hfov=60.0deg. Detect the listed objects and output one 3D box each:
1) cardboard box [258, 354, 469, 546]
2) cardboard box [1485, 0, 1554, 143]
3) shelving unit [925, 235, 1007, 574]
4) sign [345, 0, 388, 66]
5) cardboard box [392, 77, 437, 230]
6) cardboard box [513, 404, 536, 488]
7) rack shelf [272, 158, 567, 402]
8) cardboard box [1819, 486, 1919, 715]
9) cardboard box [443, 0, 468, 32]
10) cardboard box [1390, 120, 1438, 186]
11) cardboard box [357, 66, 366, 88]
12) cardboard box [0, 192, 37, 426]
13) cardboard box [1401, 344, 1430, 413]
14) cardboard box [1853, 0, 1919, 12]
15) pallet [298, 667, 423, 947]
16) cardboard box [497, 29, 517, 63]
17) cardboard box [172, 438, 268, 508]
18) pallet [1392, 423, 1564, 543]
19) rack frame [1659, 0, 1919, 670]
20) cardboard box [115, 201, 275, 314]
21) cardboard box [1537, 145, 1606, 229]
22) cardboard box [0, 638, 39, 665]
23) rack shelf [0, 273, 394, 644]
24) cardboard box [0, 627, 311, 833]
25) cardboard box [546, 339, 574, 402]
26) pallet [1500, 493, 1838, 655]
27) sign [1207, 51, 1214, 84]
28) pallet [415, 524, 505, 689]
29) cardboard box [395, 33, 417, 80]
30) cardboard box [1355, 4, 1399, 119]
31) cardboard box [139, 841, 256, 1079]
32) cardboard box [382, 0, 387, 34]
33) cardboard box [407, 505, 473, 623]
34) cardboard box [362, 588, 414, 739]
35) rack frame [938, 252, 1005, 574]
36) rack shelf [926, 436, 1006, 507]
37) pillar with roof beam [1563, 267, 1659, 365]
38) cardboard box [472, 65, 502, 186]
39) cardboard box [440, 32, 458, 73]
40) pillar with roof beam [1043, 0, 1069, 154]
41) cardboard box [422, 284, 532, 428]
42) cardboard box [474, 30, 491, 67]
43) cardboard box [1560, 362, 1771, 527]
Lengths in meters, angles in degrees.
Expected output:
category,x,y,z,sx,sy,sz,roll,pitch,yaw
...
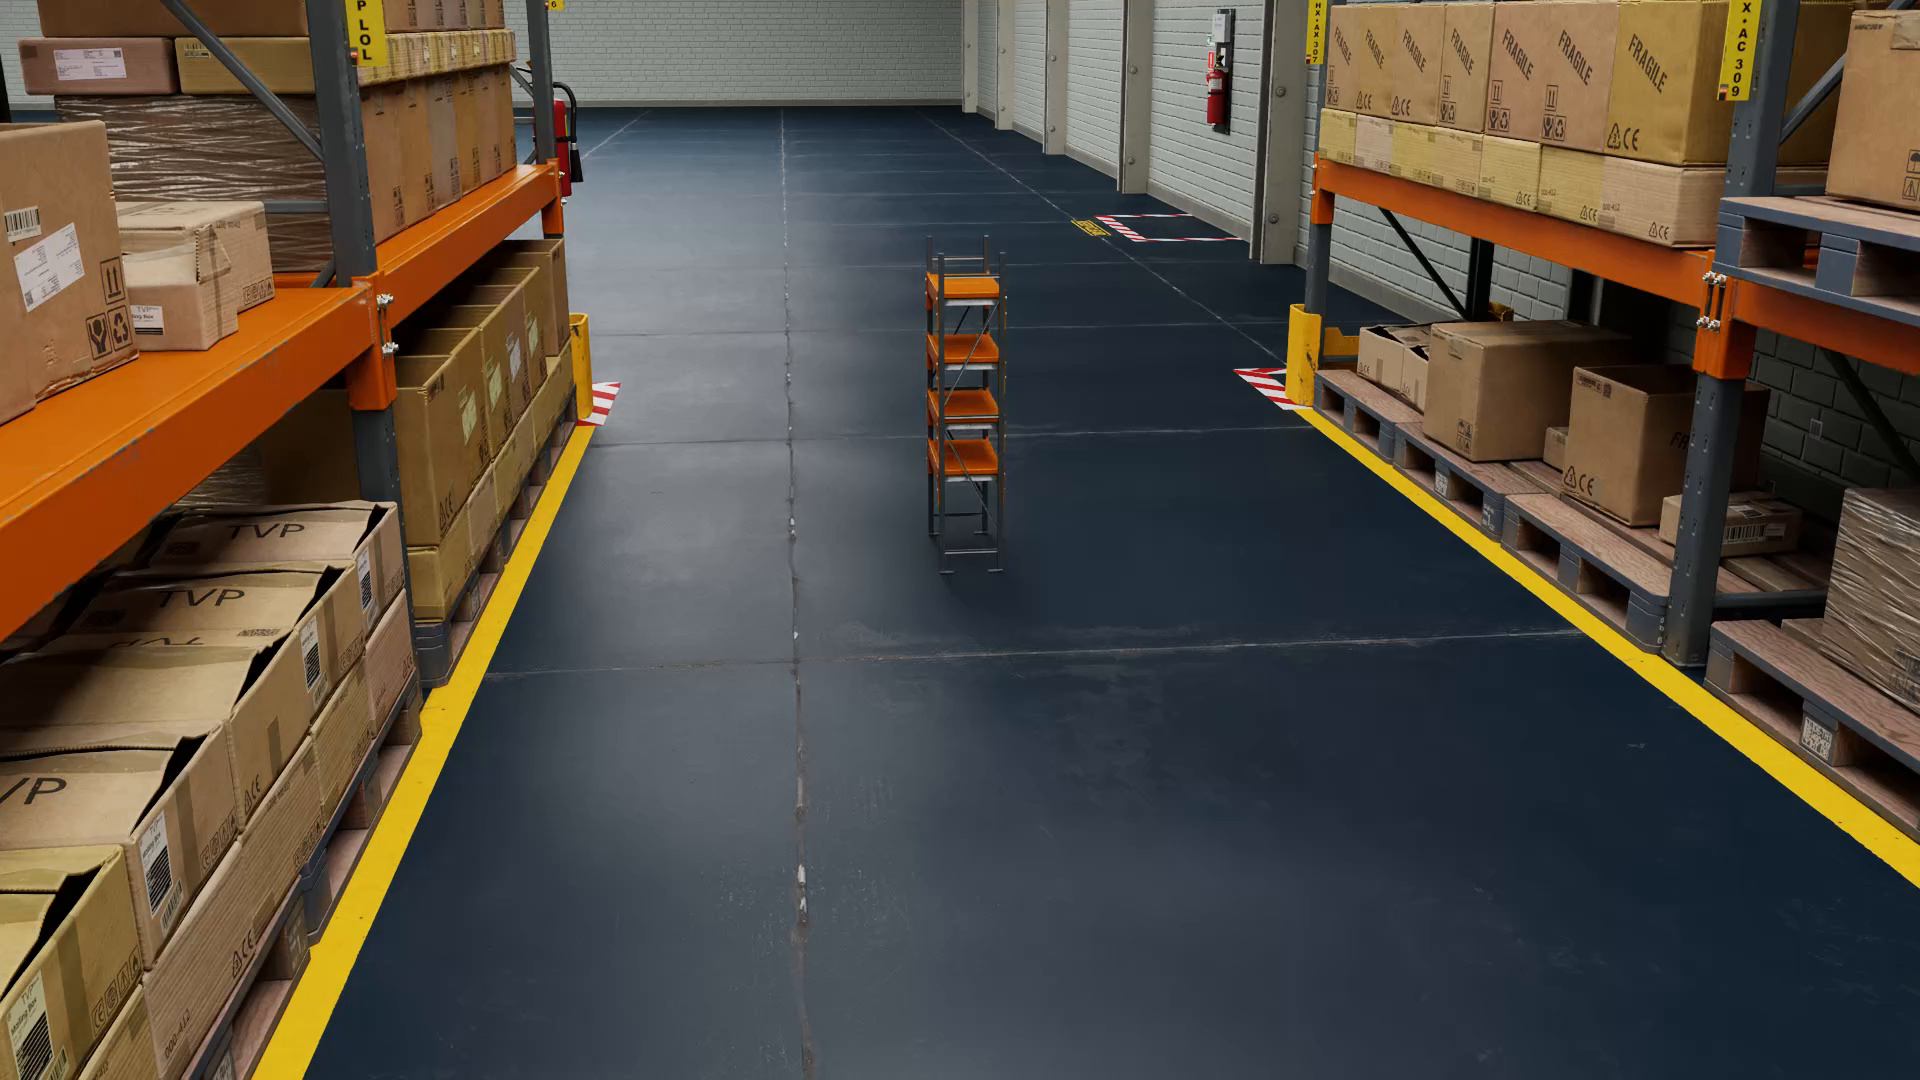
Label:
category,x,y,z,sx,sy,sz,roll,pitch,yaw
cardboard box,-1.862,-0.287,5.220,0.500,0.500,0.500,-2,18,-6
cardboard box,2.347,-1.773,6.281,0.500,0.500,0.500,-2,18,-7
shelving unit,0.017,-0.523,6.340,0.258,1.200,0.503,-2,18,-6
sign,-1.587,-1.427,4.414,0.100,0.325,0.005,-2,18,-6
cardboard box,-2.286,-1.379,5.894,0.700,0.500,0.500,-2,17,-5
cardboard box,-2.022,-0.376,6.755,0.500,0.250,0.500,-2,18,-6
rack shelf,-2.332,-1.145,6.518,1.077,0.370,4.000,-2,18,-6
cardboard box,2.894,0.155,4.615,0.700,0.500,0.500,-1,17,-4
cardboard box,-2.384,-2.289,6.628,0.700,0.500,0.500,-2,18,-5
cardboard box,2.238,-1.715,7.349,0.500,0.250,0.500,-2,18,-7
cardboard box,-1.986,-1.411,4.913,0.380,0.149,0.250,-2,17,-5
cardboard box,-1.956,-0.405,2.792,0.500,0.500,0.500,-2,18,-6
cardboard box,2.430,-0.787,7.930,0.500,0.311,0.500,0,17,-1
cardboard box,2.961,-1.489,5.377,0.500,0.500,0.500,-2,18,-7
pallet,-2.010,0.656,4.235,1.003,0.211,1.213,-2,18,-6
cardboard box,-2.309,-2.334,7.853,0.380,0.149,0.250,-2,18,-7
cardboard box,-2.430,-0.420,5.643,0.500,0.500,0.500,-2,18,-6
pallet,2.568,-0.280,7.216,1.003,0.211,1.213,-2,18,-6
rack frame,2.802,-1.047,5.004,1.000,3.000,0.127,-2,18,-6
cardboard box,-2.031,-0.676,4.072,0.500,0.250,0.500,-1,17,-2
cardboard box,2.408,-1.265,5.916,0.500,0.250,0.500,-2,18,-5
cardboard box,-2.229,0.386,3.394,0.500,0.311,0.500,-2,18,-7
rack shelf,-1.919,0.046,2.722,1.077,0.370,4.000,-2,18,-6
cardboard box,-1.689,0.367,3.454,0.500,0.311,0.500,-2,18,-6
cardboard box,-2.189,-0.822,8.178,0.500,0.250,0.500,-2,18,-6
pallet,2.697,0.085,6.055,1.003,0.211,1.213,-2,18,-6
sign,2.531,-4.767,16.793,0.001,0.329,0.234,-2,18,-6
pallet,-2.166,0.199,5.689,1.003,0.211,1.213,-2,18,-6
cardboard box,-2.067,-1.640,5.644,0.380,0.149,0.250,-2,18,-7
cardboard box,2.180,-2.235,7.754,0.500,0.500,0.500,-2,18,-5
cardboard box,-1.639,0.788,3.048,0.500,0.250,0.500,-1,17,-5
cardboard box,-2.231,-1.842,5.203,0.700,0.500,0.500,-2,18,-6
cardboard box,-1.872,0.071,5.331,0.500,0.250,0.500,-2,18,-6
cardboard box,-1.794,0.333,4.496,0.500,0.250,0.500,-2,18,-6
rack frame,0.042,-0.450,6.109,0.240,1.200,0.015,-2,18,-6
rack shelf,0.017,-0.270,6.420,0.258,0.148,0.480,-2,18,-6
pillar with roof beam,-0.960,-4.786,6.898,9.100,9.000,0.400,-2,18,-6
cardboard box,-2.443,-1.836,7.351,0.700,0.500,0.500,-1,17,-4
cardboard box,-2.147,-1.872,6.381,0.380,0.149,0.250,-2,18,-6
pillar with roof beam,-2.817,-10.149,23.980,9.100,9.000,0.400,-2,18,-6
cardboard box,-2.019,-0.734,6.643,0.500,0.500,0.500,-2,18,-6
cardboard box,-2.230,-2.104,7.123,0.380,0.149,0.250,-2,17,-5
cardboard box,2.655,-0.372,6.293,0.500,0.500,0.500,-3,18,-10
